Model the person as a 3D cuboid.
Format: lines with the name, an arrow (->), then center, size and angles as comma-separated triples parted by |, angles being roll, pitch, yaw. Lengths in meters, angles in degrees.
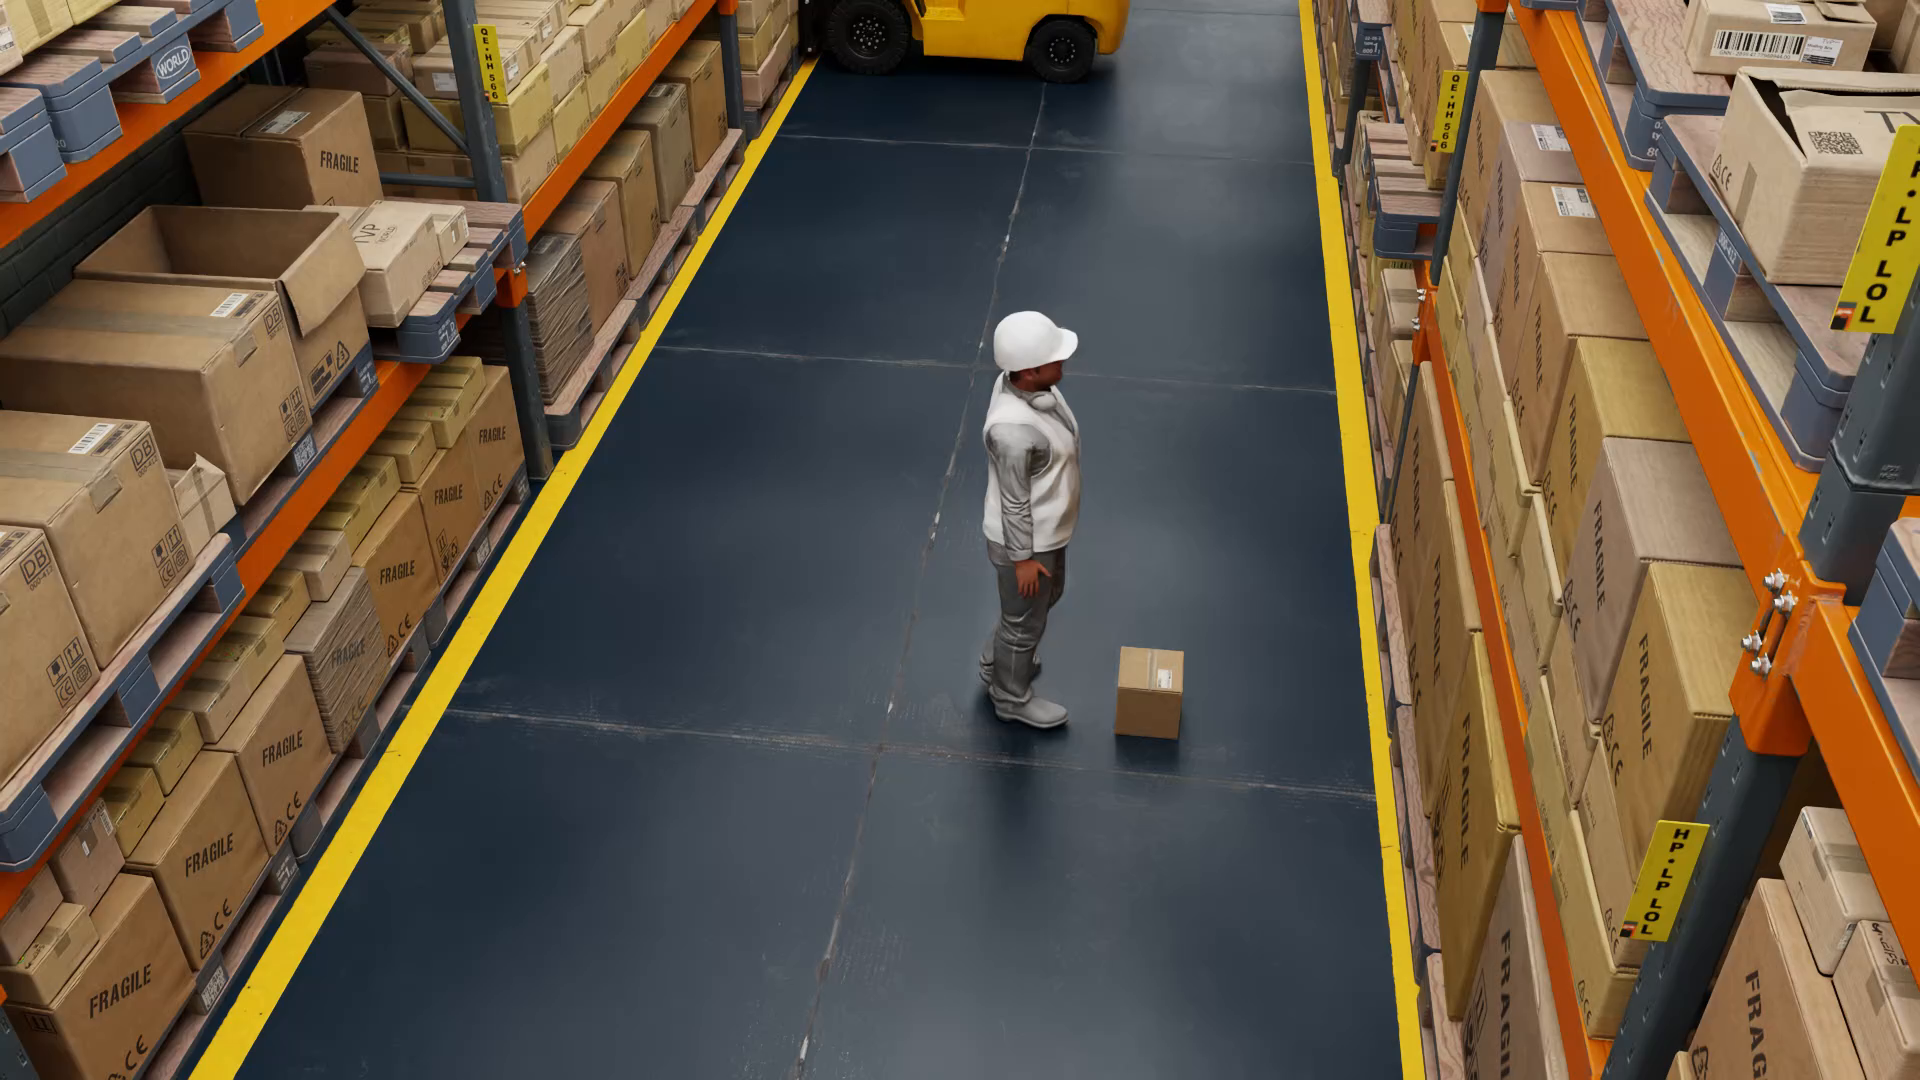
person -> 0.257, -0.065, 6.197 | 0.381, 1.781, 0.545 | 5, 36, 7
